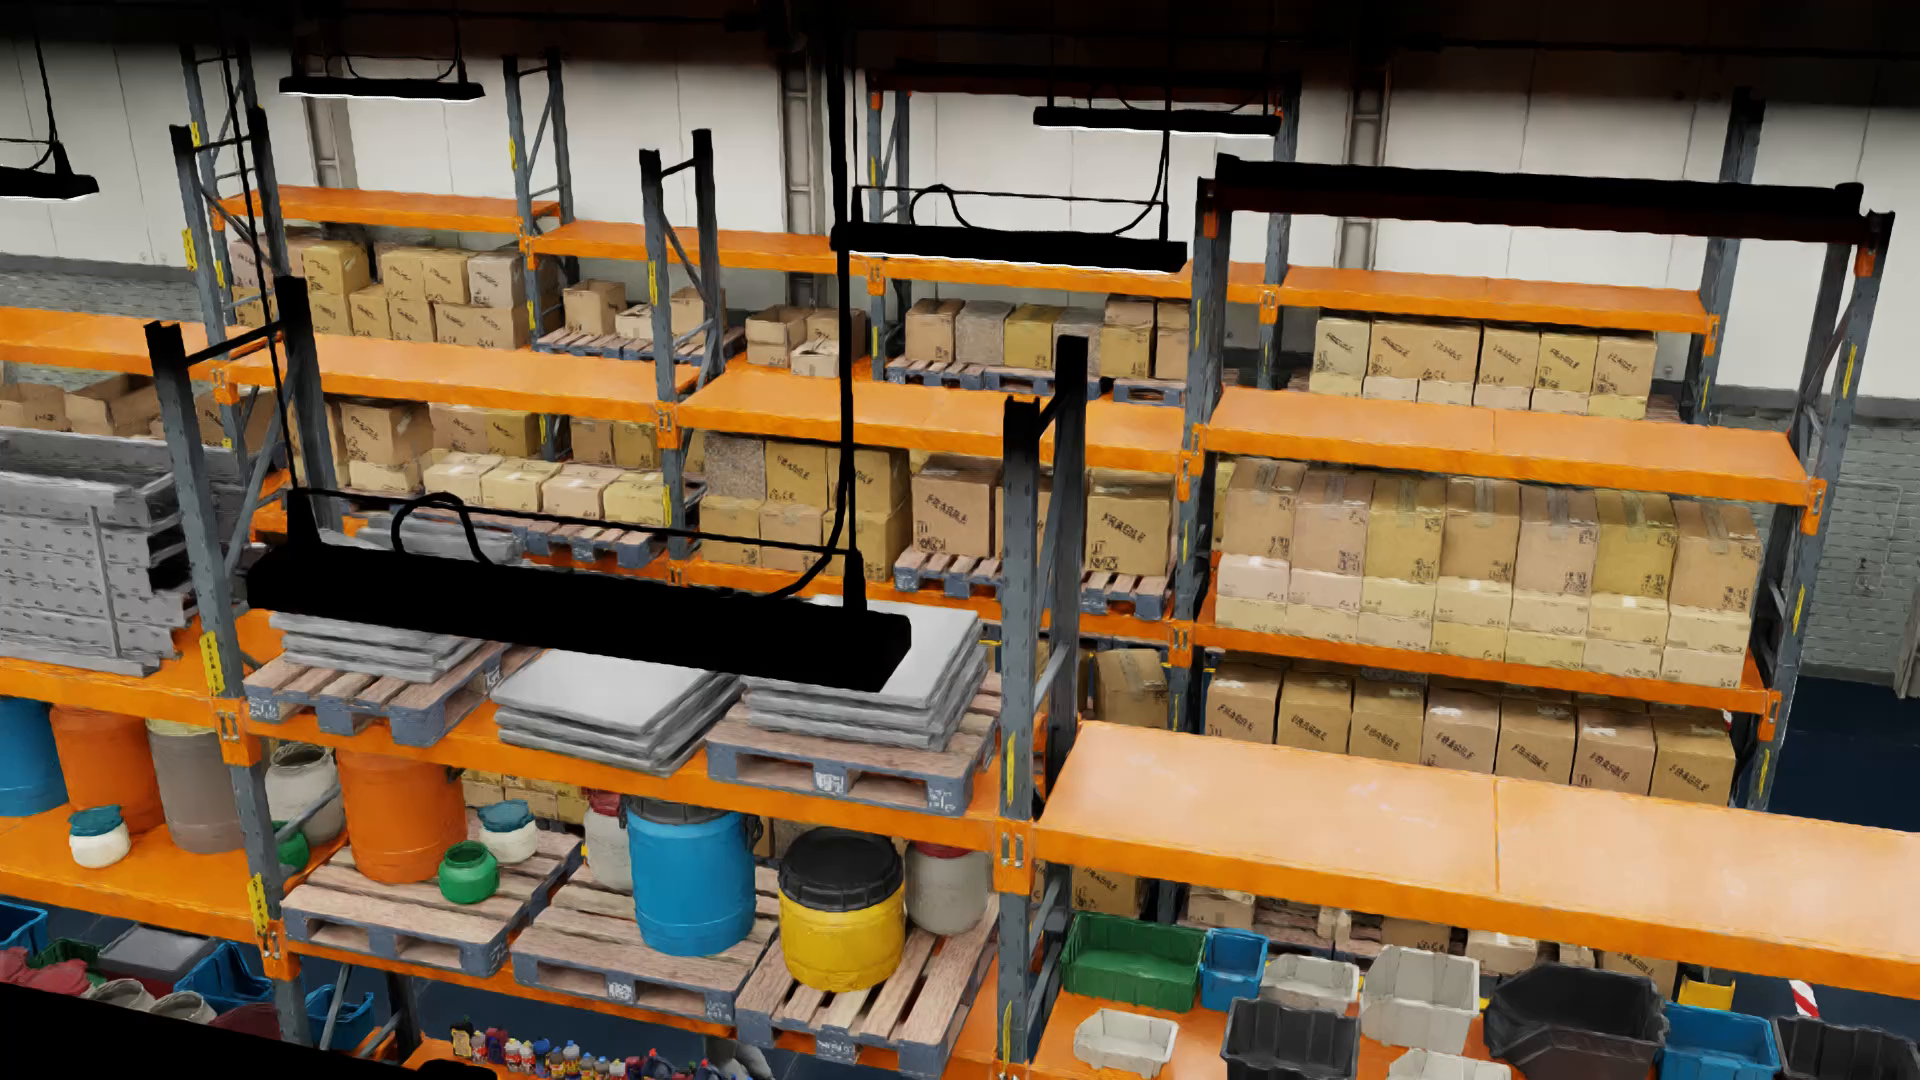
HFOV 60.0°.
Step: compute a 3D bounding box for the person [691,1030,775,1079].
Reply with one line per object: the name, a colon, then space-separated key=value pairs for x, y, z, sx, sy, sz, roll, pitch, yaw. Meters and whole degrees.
person: x=-1.575 y=3.076 z=11.149 sx=0.542 sy=1.715 sz=0.682 roll=5 pitch=23 yaw=13
